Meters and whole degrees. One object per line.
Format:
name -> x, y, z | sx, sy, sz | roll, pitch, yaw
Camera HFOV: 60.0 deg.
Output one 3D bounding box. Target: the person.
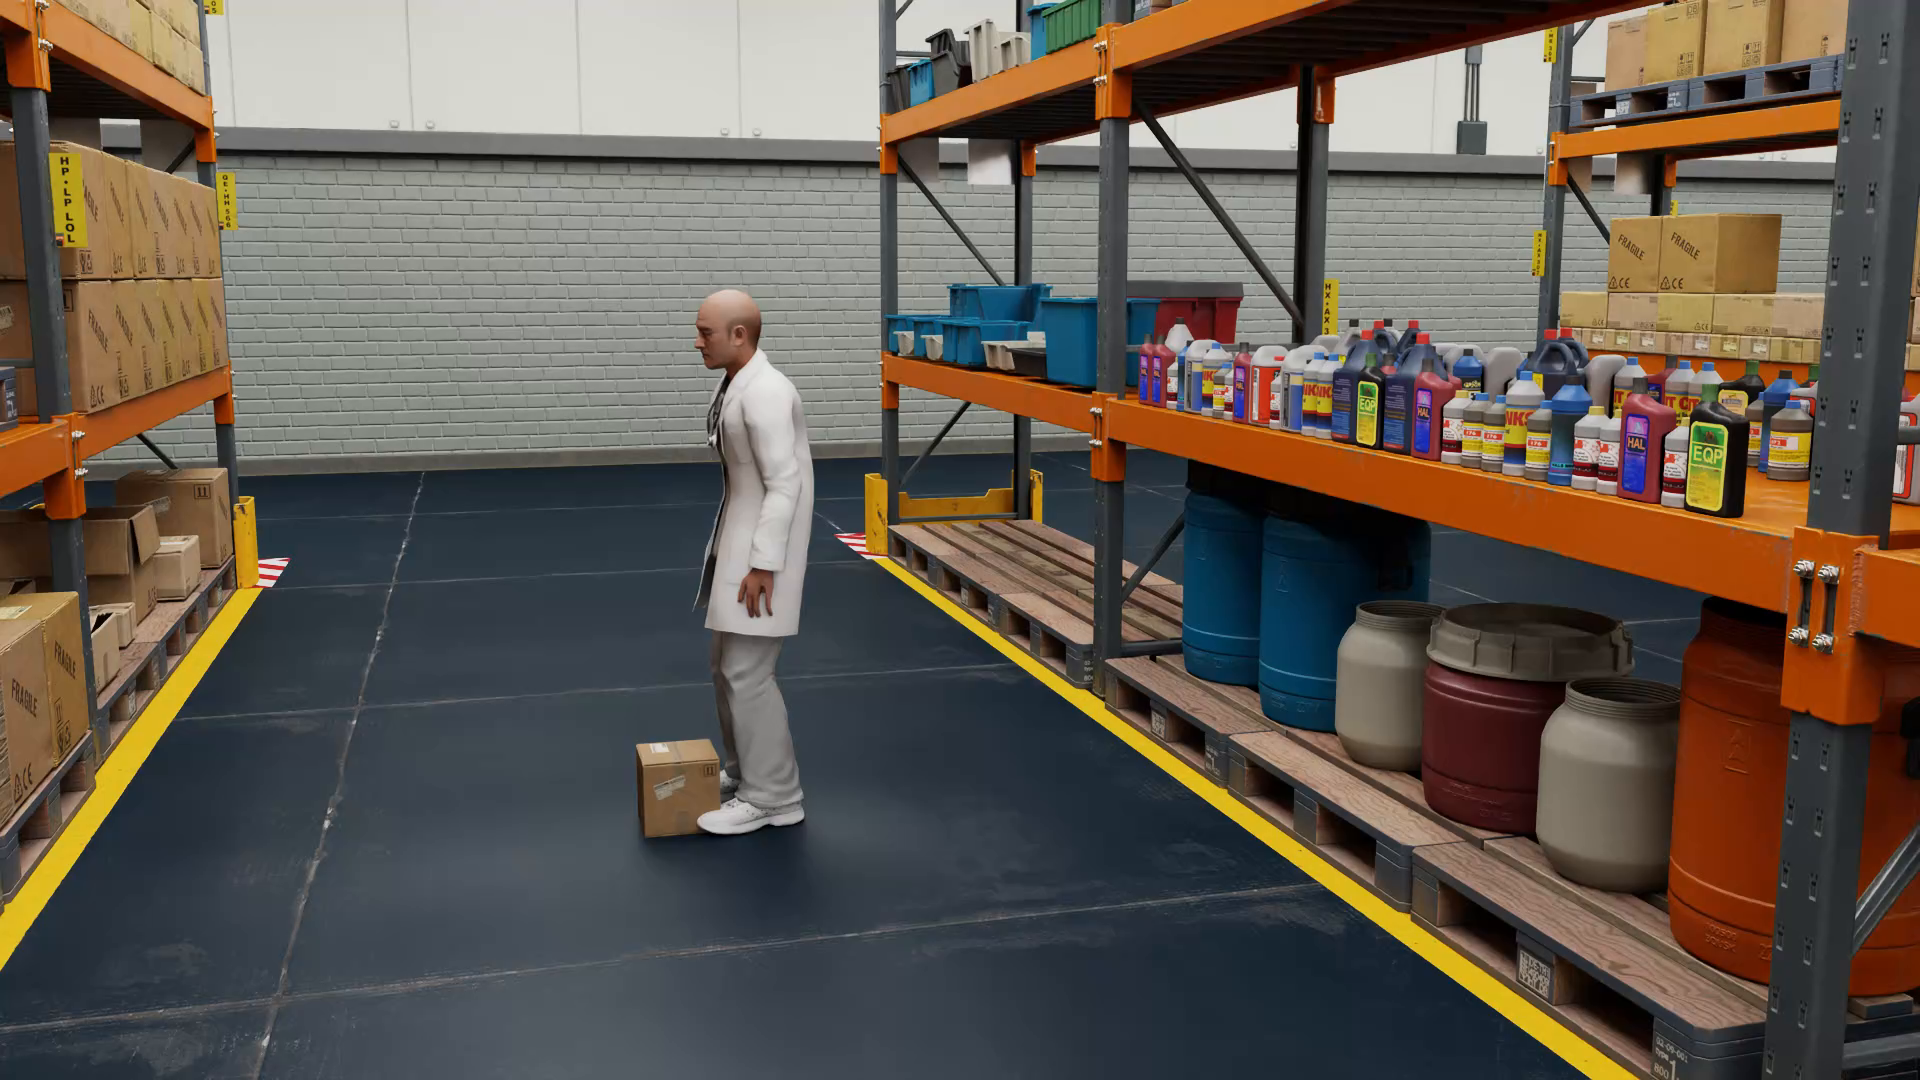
person -> -0.706, 0.065, 5.515 | 0.429, 1.772, 0.645 | -3, 10, -19
